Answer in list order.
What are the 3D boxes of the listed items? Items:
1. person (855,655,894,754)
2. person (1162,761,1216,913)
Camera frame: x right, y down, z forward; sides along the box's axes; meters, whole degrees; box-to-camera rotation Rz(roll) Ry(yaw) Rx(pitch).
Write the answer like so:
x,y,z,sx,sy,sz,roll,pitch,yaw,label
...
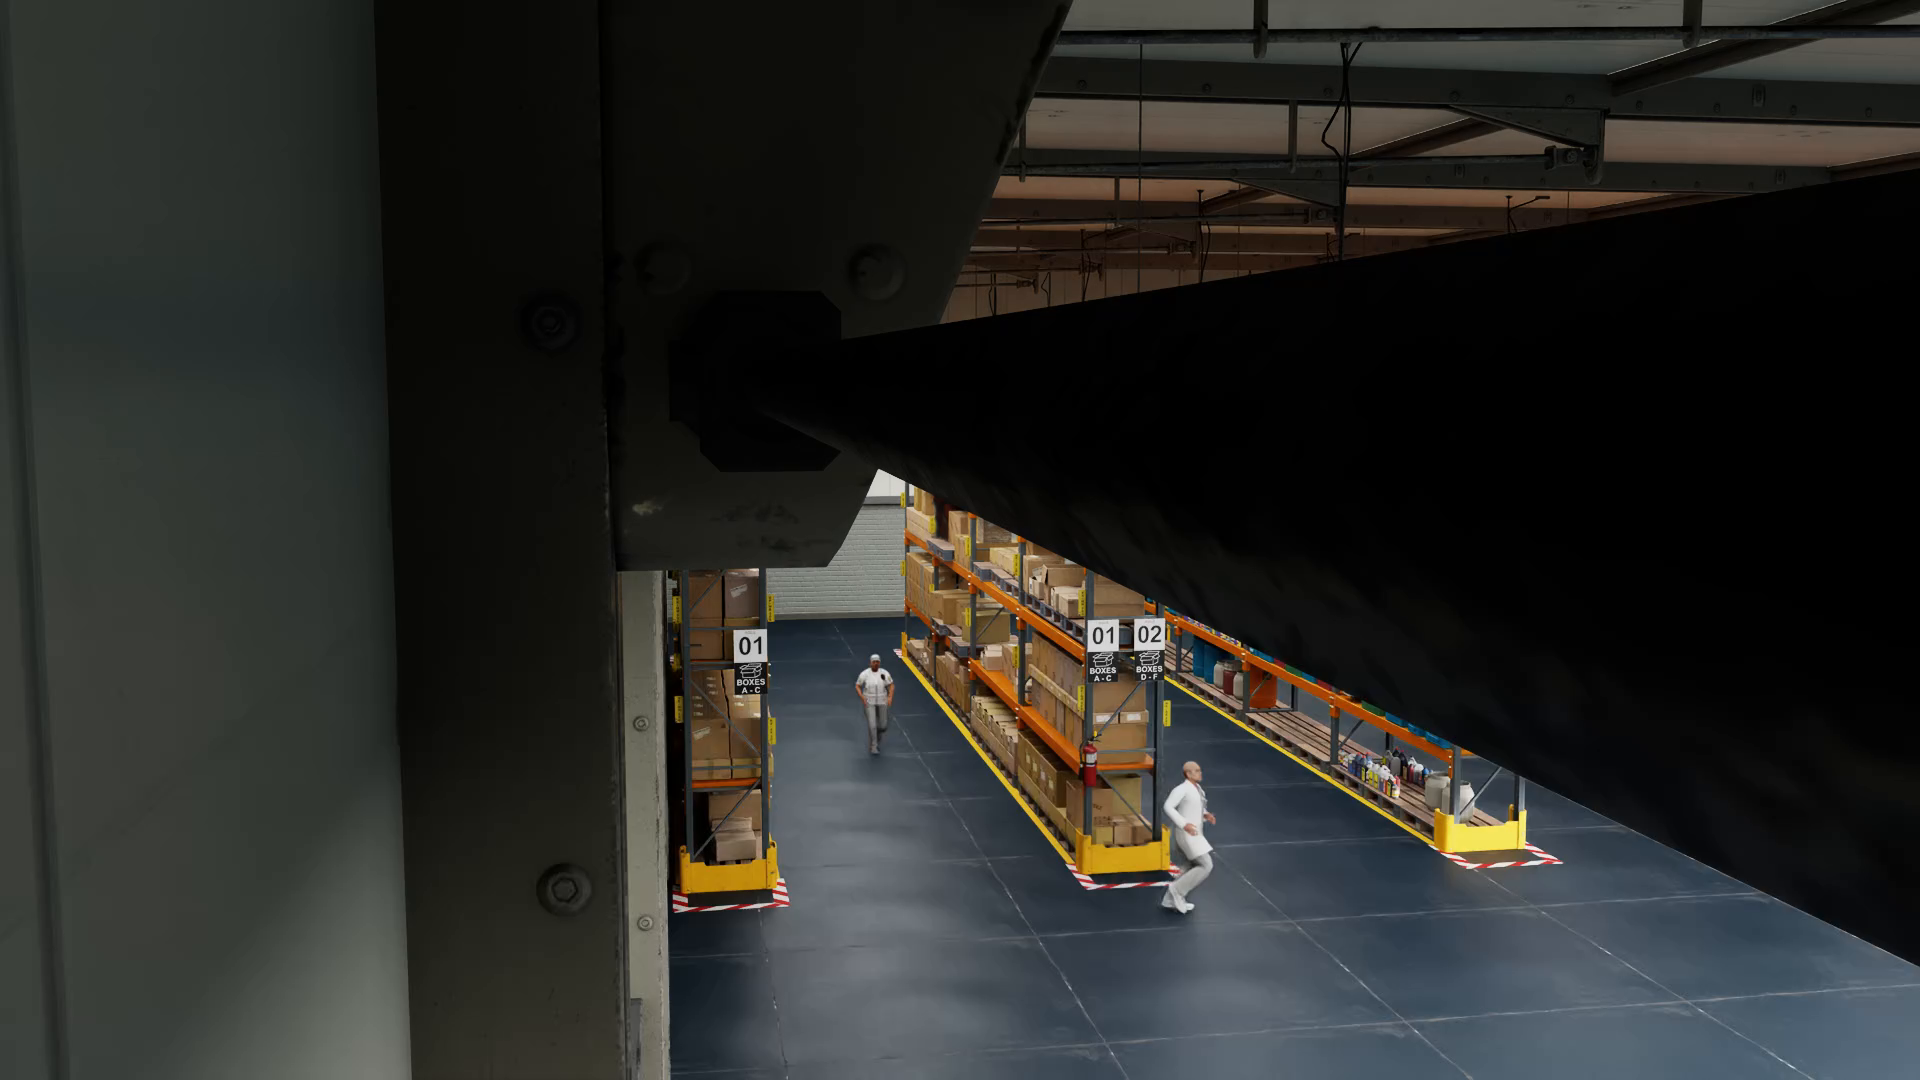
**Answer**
x,y,z,sx,sy,sz,roll,pitch,yaw,label
-1.405,2.679,27.427,0.648,1.616,0.629,-1,6,-12,person
2.685,3.447,19.394,0.600,1.741,0.741,2,6,22,person
